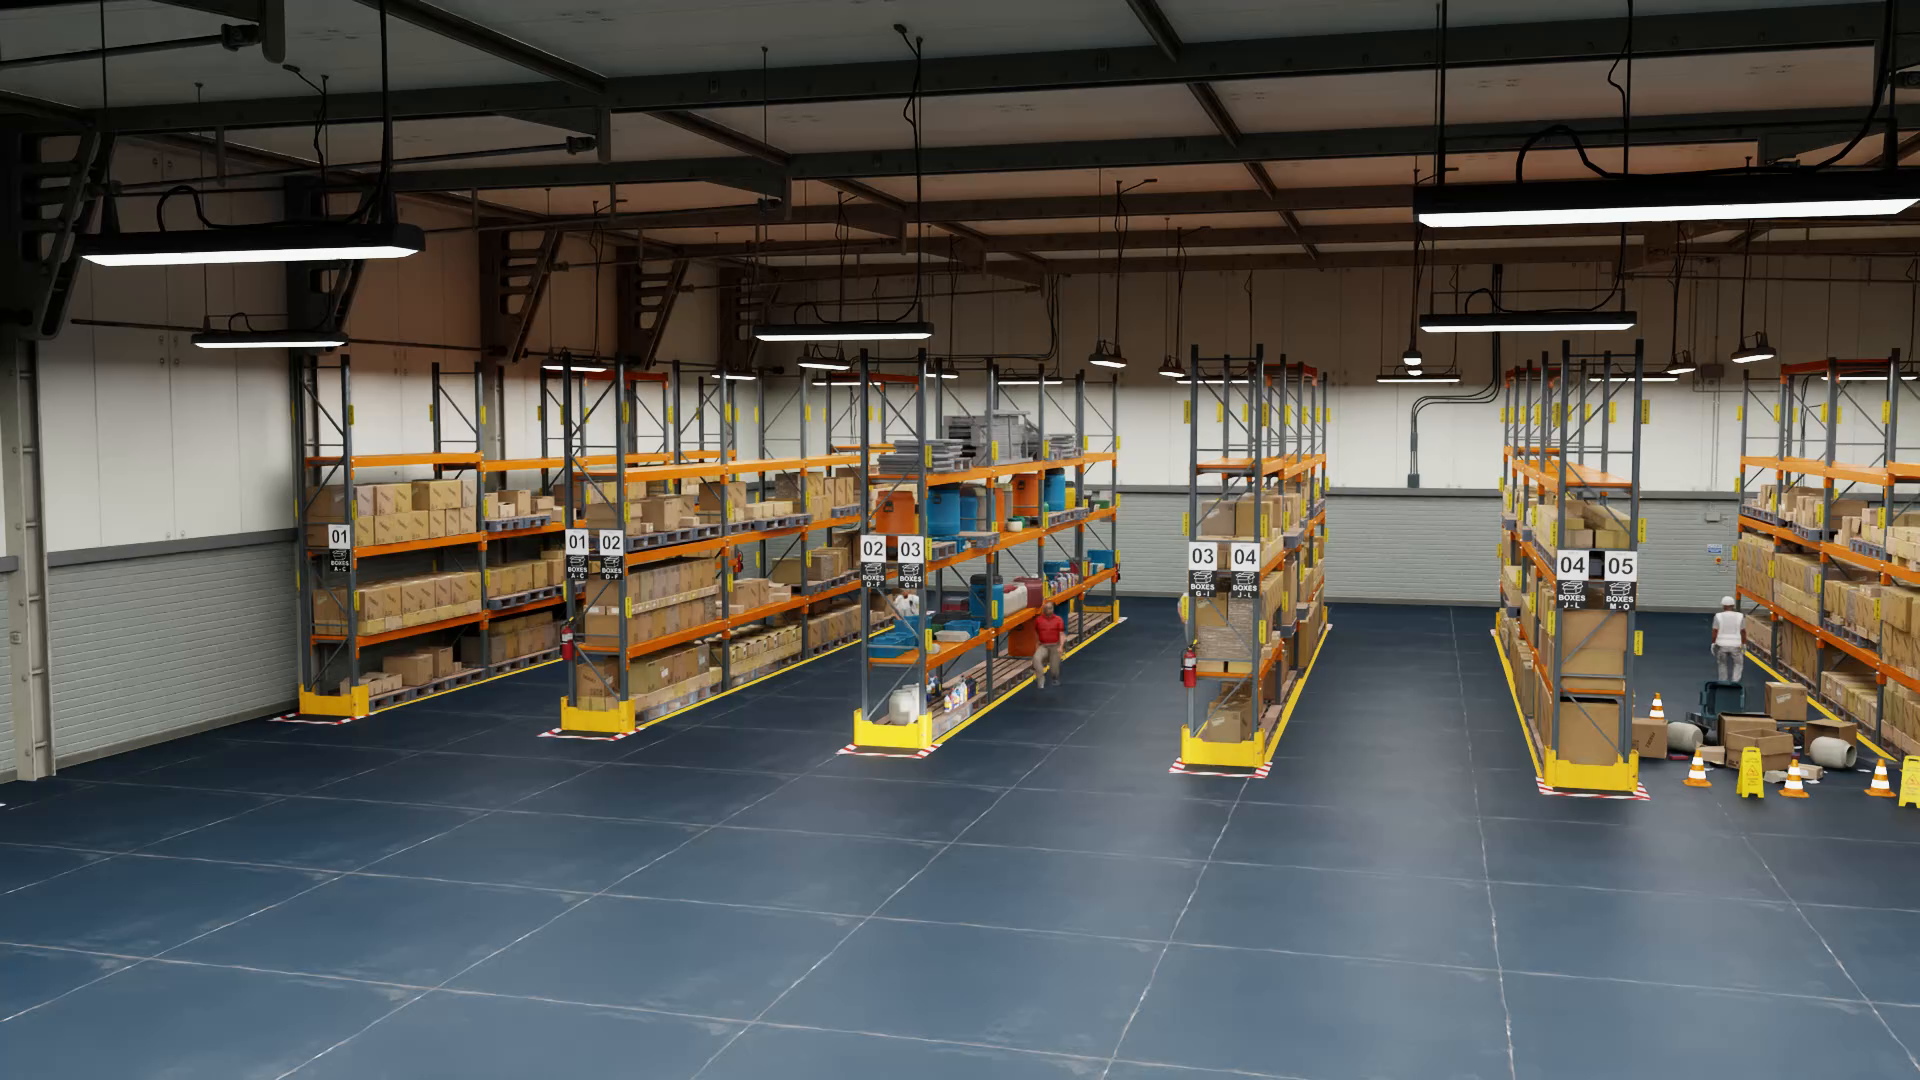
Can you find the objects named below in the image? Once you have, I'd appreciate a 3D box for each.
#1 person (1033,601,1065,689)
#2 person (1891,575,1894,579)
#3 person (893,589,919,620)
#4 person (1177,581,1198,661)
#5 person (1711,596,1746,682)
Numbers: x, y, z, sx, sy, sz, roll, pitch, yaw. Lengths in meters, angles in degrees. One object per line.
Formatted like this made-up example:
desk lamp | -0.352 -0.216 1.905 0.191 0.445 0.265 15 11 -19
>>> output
person | 1.546 1.817 28.854 0.553 1.501 1.030 1 4 8
person | 18.821 1.637 33.672 0.621 1.676 0.528 -1 4 -15
person | -1.027 1.674 33.876 0.600 1.581 0.756 2 5 27
person | 4.738 1.640 33.677 0.657 1.687 0.726 2 5 25
person | 13.722 1.894 29.678 0.581 1.783 0.553 1 4 17
